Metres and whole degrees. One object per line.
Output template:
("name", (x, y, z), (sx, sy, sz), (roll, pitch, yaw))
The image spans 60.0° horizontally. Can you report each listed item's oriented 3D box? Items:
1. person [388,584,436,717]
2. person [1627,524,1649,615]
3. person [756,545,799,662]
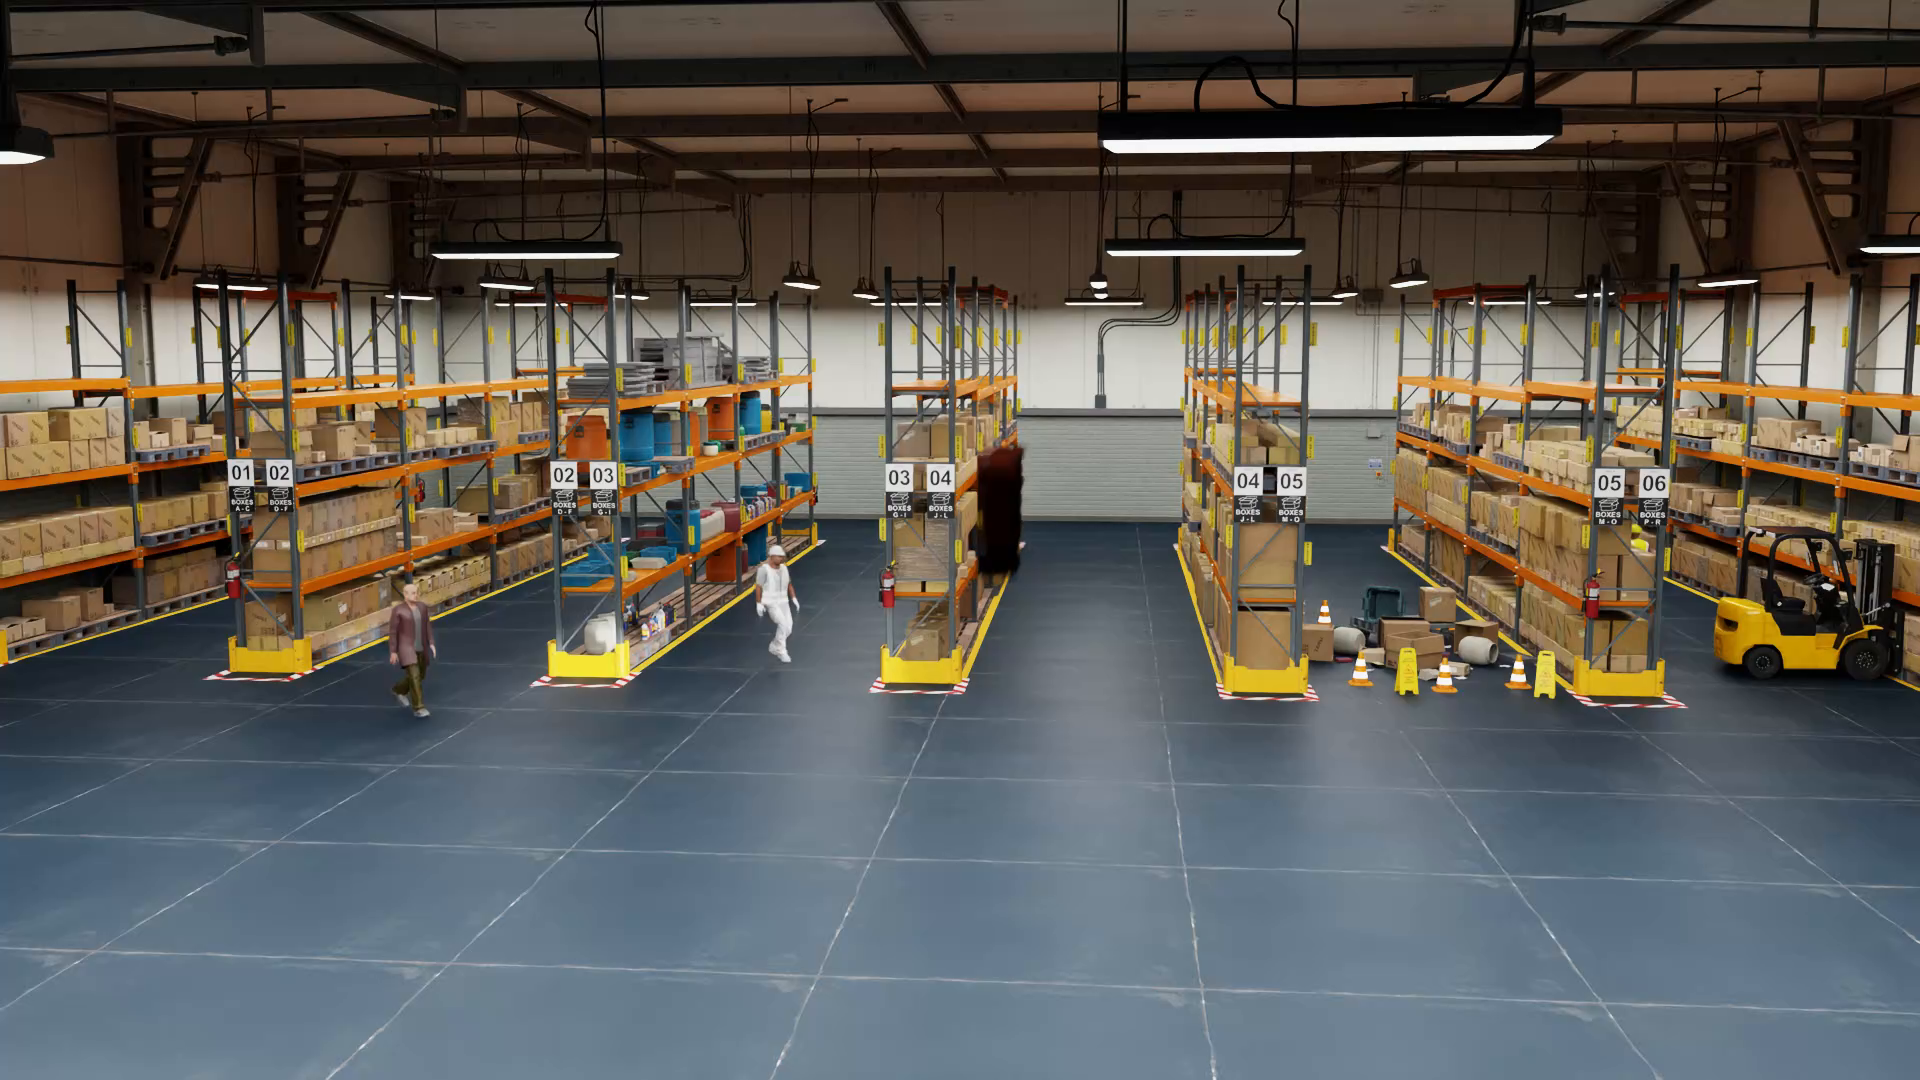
("person", (-7.319, 1.444, 22.175), (1.021, 1.744, 0.639), (5, 8, 34))
("person", (11.754, 0.609, 29.019), (0.597, 1.774, 0.435), (-2, 7, -14))
("person", (-2.653, 0.891, 24.716), (0.579, 1.596, 0.797), (-7, 10, -44))
